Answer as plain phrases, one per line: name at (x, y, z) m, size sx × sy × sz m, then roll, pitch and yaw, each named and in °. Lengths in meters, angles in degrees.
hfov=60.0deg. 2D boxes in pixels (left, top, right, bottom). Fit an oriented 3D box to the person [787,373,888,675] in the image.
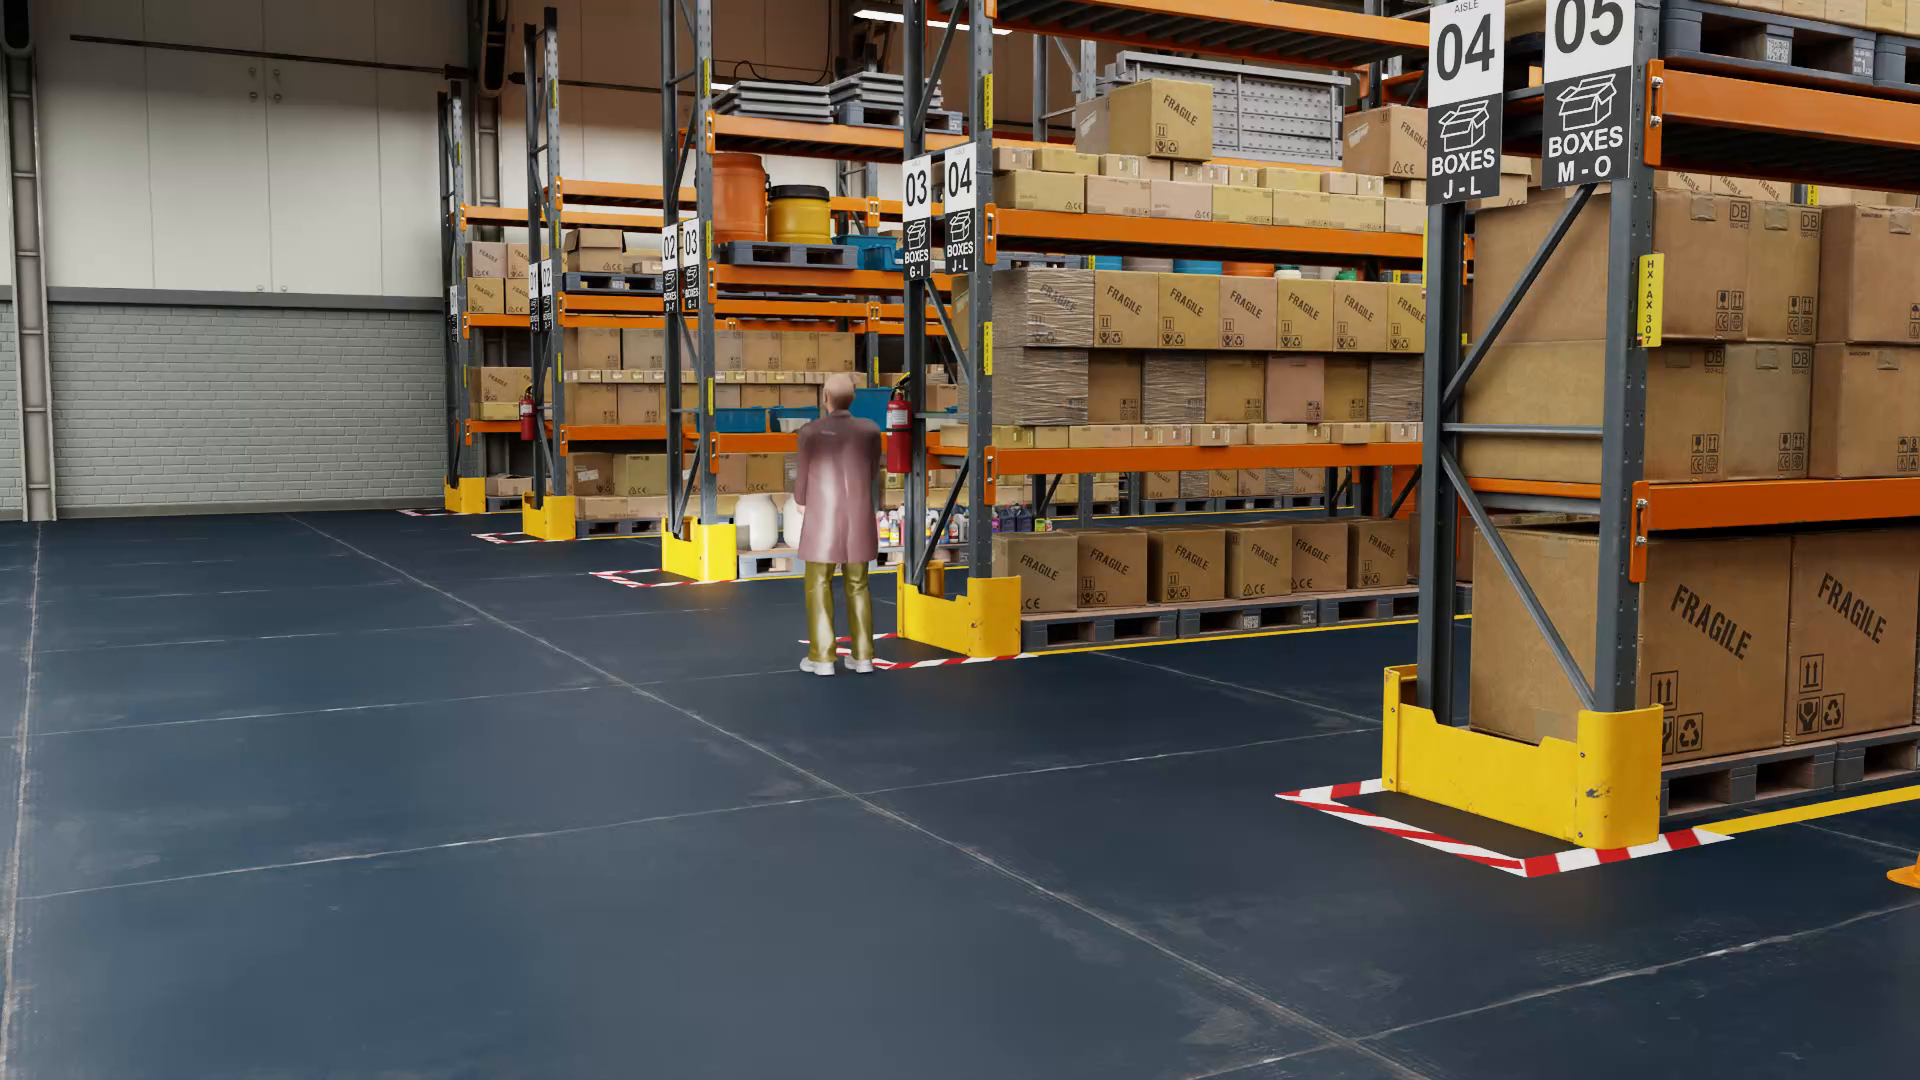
person at (-0.729, -0.099, 9.838) m, size 0.607 × 1.775 × 0.425 m, roll -2°, pitch 5°, yaw -26°
